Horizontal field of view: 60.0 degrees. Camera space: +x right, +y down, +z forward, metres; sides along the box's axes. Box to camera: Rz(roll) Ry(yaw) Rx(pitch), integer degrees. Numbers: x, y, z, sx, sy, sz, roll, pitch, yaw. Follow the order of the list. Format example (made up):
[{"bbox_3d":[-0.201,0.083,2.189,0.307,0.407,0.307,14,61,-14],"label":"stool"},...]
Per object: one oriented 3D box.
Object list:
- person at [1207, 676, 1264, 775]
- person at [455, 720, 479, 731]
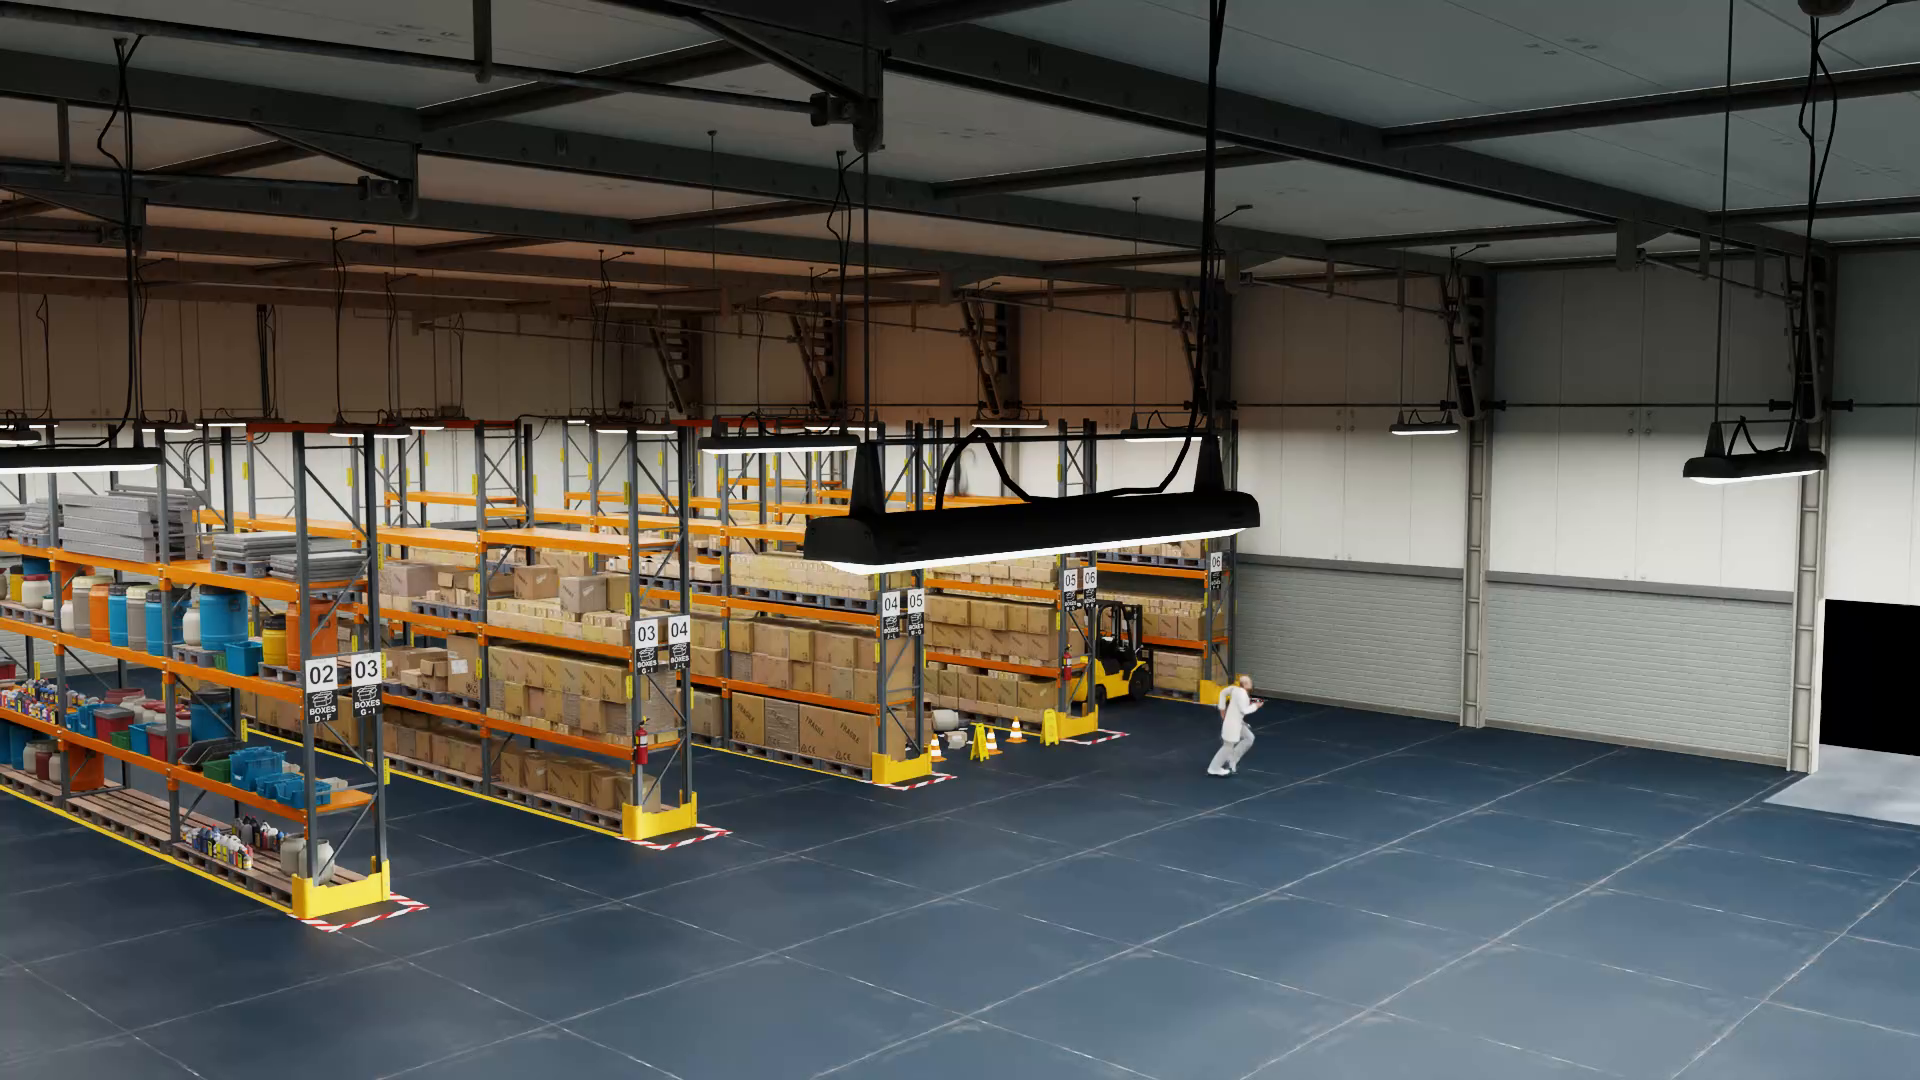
[{"bbox_3d":[4.680,3.148,28.233,0.934,1.703,0.680,1,5,7],"label":"person"},{"bbox_3d":[-9.278,3.029,31.314,0.557,1.544,0.884,-4,6,-43],"label":"person"}]
